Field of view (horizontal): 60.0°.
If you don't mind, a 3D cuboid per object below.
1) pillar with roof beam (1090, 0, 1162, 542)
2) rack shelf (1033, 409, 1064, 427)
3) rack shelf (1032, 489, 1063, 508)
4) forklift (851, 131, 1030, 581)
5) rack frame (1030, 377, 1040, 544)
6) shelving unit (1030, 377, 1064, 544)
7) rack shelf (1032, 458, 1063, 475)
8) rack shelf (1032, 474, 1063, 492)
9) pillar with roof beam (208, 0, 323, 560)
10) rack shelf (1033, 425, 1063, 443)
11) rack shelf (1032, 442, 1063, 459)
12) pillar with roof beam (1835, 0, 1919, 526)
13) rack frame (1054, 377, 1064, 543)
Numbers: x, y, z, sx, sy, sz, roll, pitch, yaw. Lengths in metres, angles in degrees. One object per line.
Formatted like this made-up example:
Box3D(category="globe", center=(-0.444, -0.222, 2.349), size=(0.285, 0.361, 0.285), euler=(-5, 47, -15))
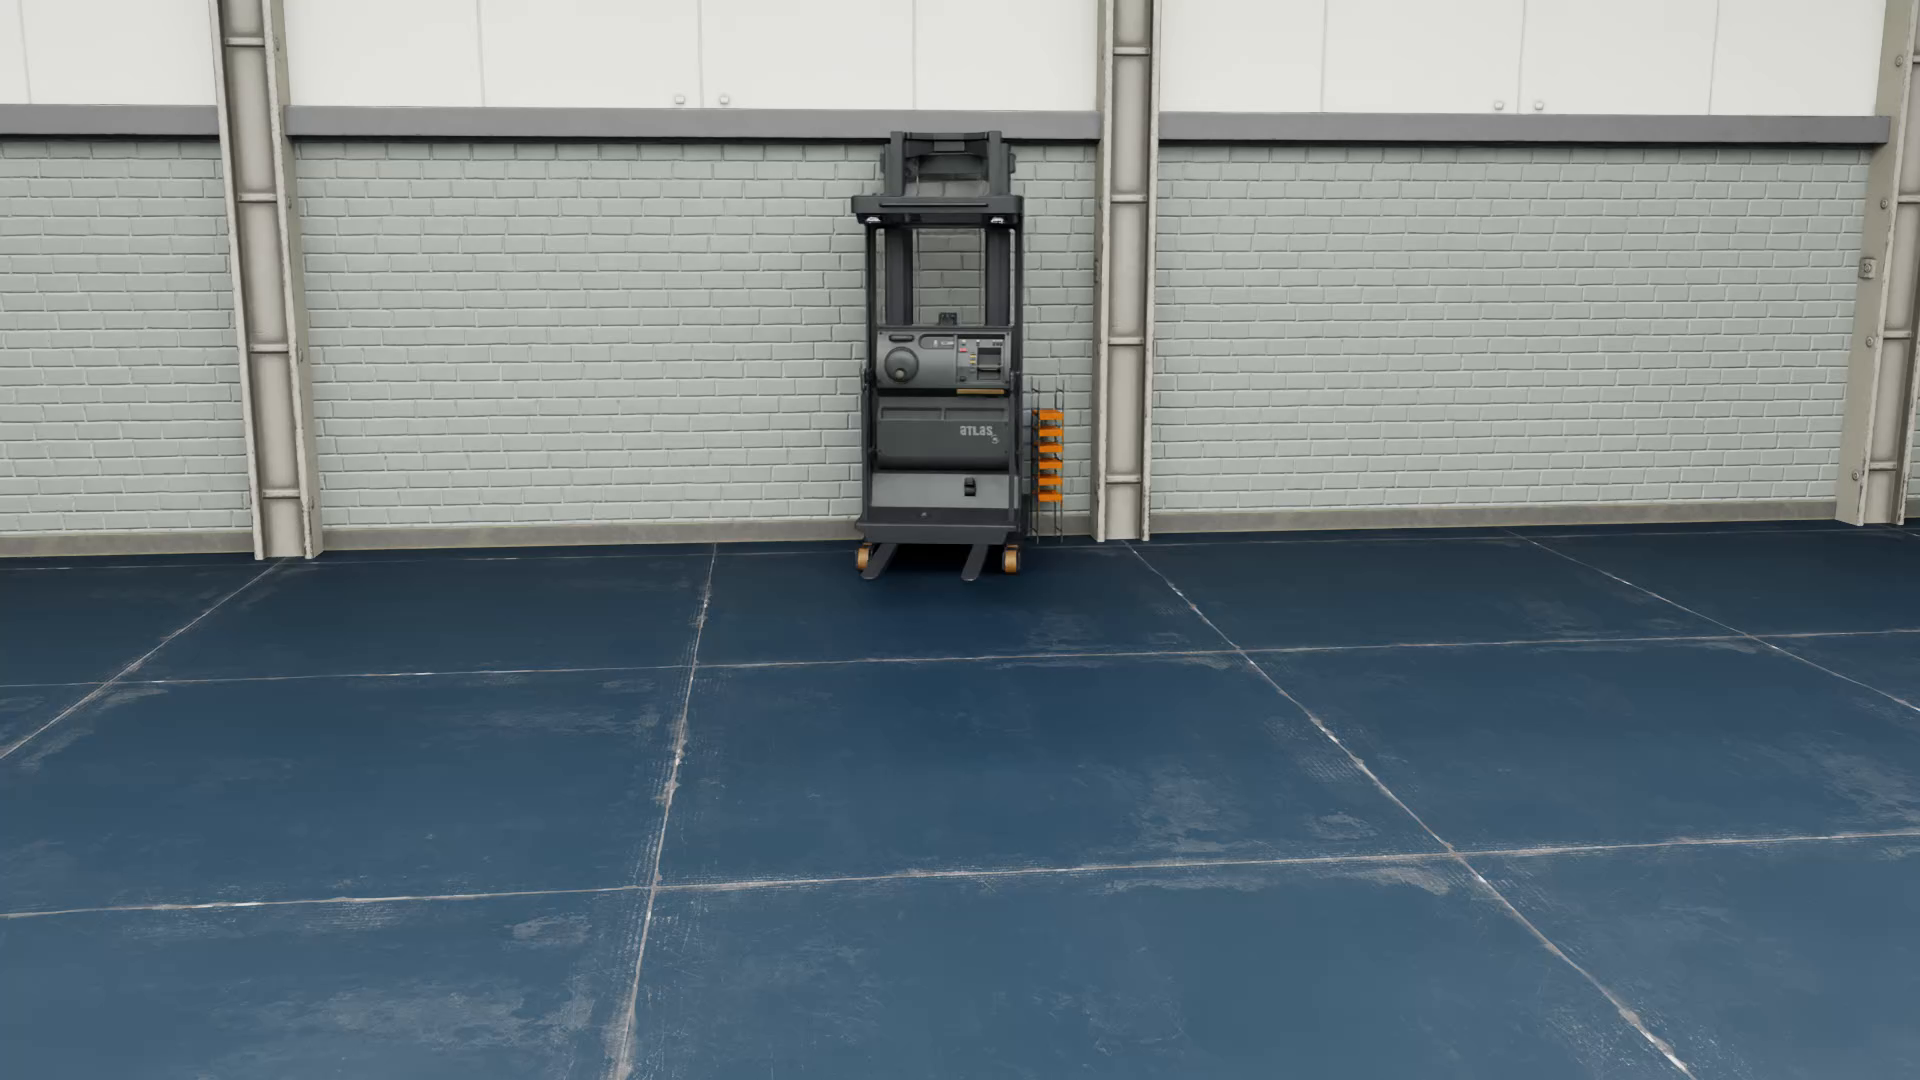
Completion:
Box3D(category="pillar with roof beam", center=(1.660, -3.611, 7.407), size=(0.400, 9.000, 9.100), euler=(-1, 11, -6))
Box3D(category="rack shelf", center=(0.641, -0.896, 12.180), size=(0.180, 0.103, 0.258), euler=(-2, 11, -10))
Box3D(category="rack shelf", center=(0.641, -0.307, 12.296), size=(0.180, 0.103, 0.258), euler=(-2, 11, -10))
Box3D(category="forklift", center=(-0.126, -1.274, 11.252), size=(1.130, 2.935, 3.031), euler=(1, 11, 5))
Box3D(category="rack frame", center=(0.551, -0.583, 12.225), size=(0.006, 1.200, 0.240), euler=(-2, 11, -10))
Box3D(category="shelving unit", center=(0.641, -0.587, 12.241), size=(0.189, 1.200, 0.258), euler=(-2, 11, -10))
Box3D(category="rack shelf", center=(0.641, -0.543, 12.250), size=(0.180, 0.103, 0.258), euler=(-2, 11, -10))
Box3D(category="rack shelf", center=(0.641, -0.425, 12.273), size=(0.180, 0.103, 0.258), euler=(-2, 11, -10))
Box3D(category="pillar with roof beam", center=(-4.305, -3.486, 6.771), size=(0.400, 9.000, 9.100), euler=(-1, 11, -6))
Box3D(category="rack shelf", center=(0.641, -0.778, 12.203), size=(0.180, 0.103, 0.258), euler=(-2, 11, -10))
Box3D(category="rack shelf", center=(0.641, -0.661, 12.226), size=(0.180, 0.103, 0.258), euler=(-2, 11, -10))
Box3D(category="pillar with roof beam", center=(7.625, -3.736, 8.043), size=(0.400, 9.000, 9.100), euler=(-1, 11, -6))
Box3D(category="rack frame", center=(0.732, -0.590, 12.257), size=(0.006, 1.200, 0.240), euler=(-2, 11, -10))
